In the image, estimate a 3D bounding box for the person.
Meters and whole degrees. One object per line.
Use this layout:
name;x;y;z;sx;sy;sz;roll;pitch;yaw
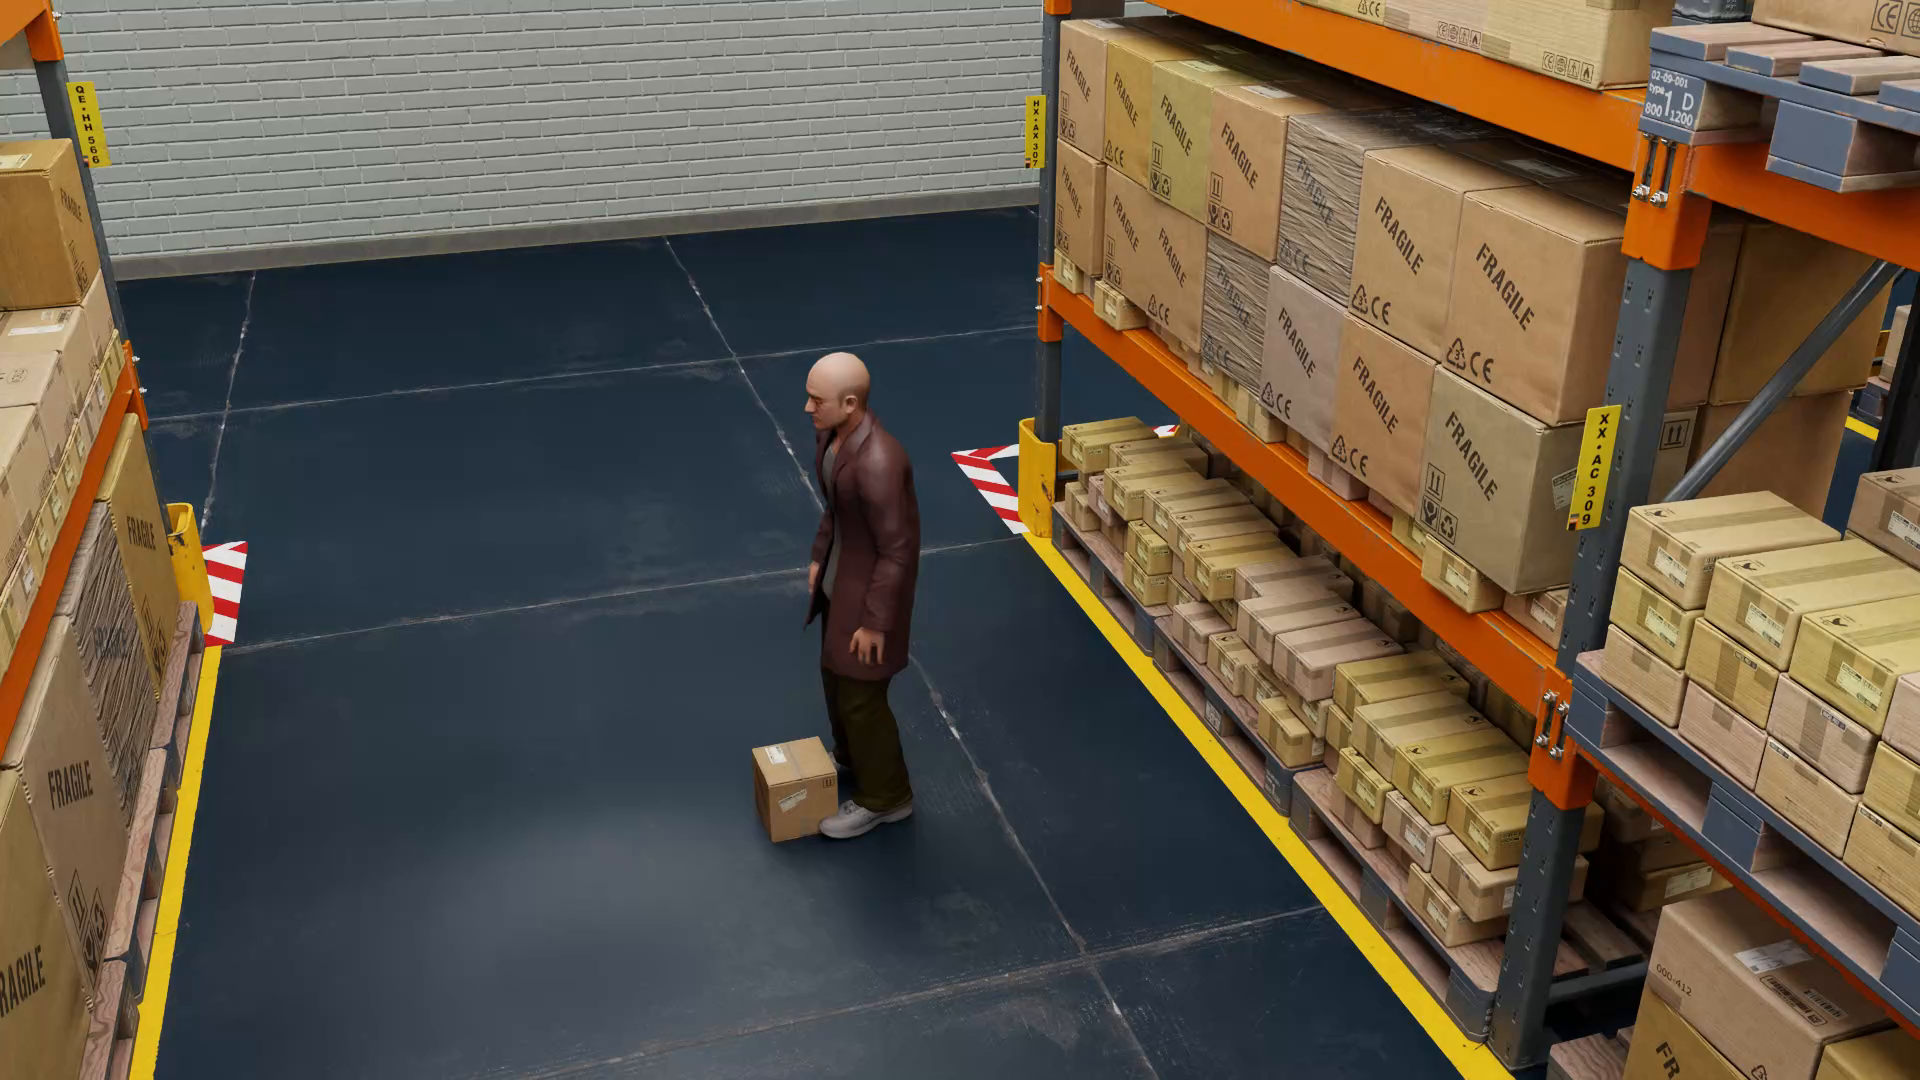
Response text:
person;-0.355;0.187;5.746;0.420;1.775;0.655;-9;28;-19
